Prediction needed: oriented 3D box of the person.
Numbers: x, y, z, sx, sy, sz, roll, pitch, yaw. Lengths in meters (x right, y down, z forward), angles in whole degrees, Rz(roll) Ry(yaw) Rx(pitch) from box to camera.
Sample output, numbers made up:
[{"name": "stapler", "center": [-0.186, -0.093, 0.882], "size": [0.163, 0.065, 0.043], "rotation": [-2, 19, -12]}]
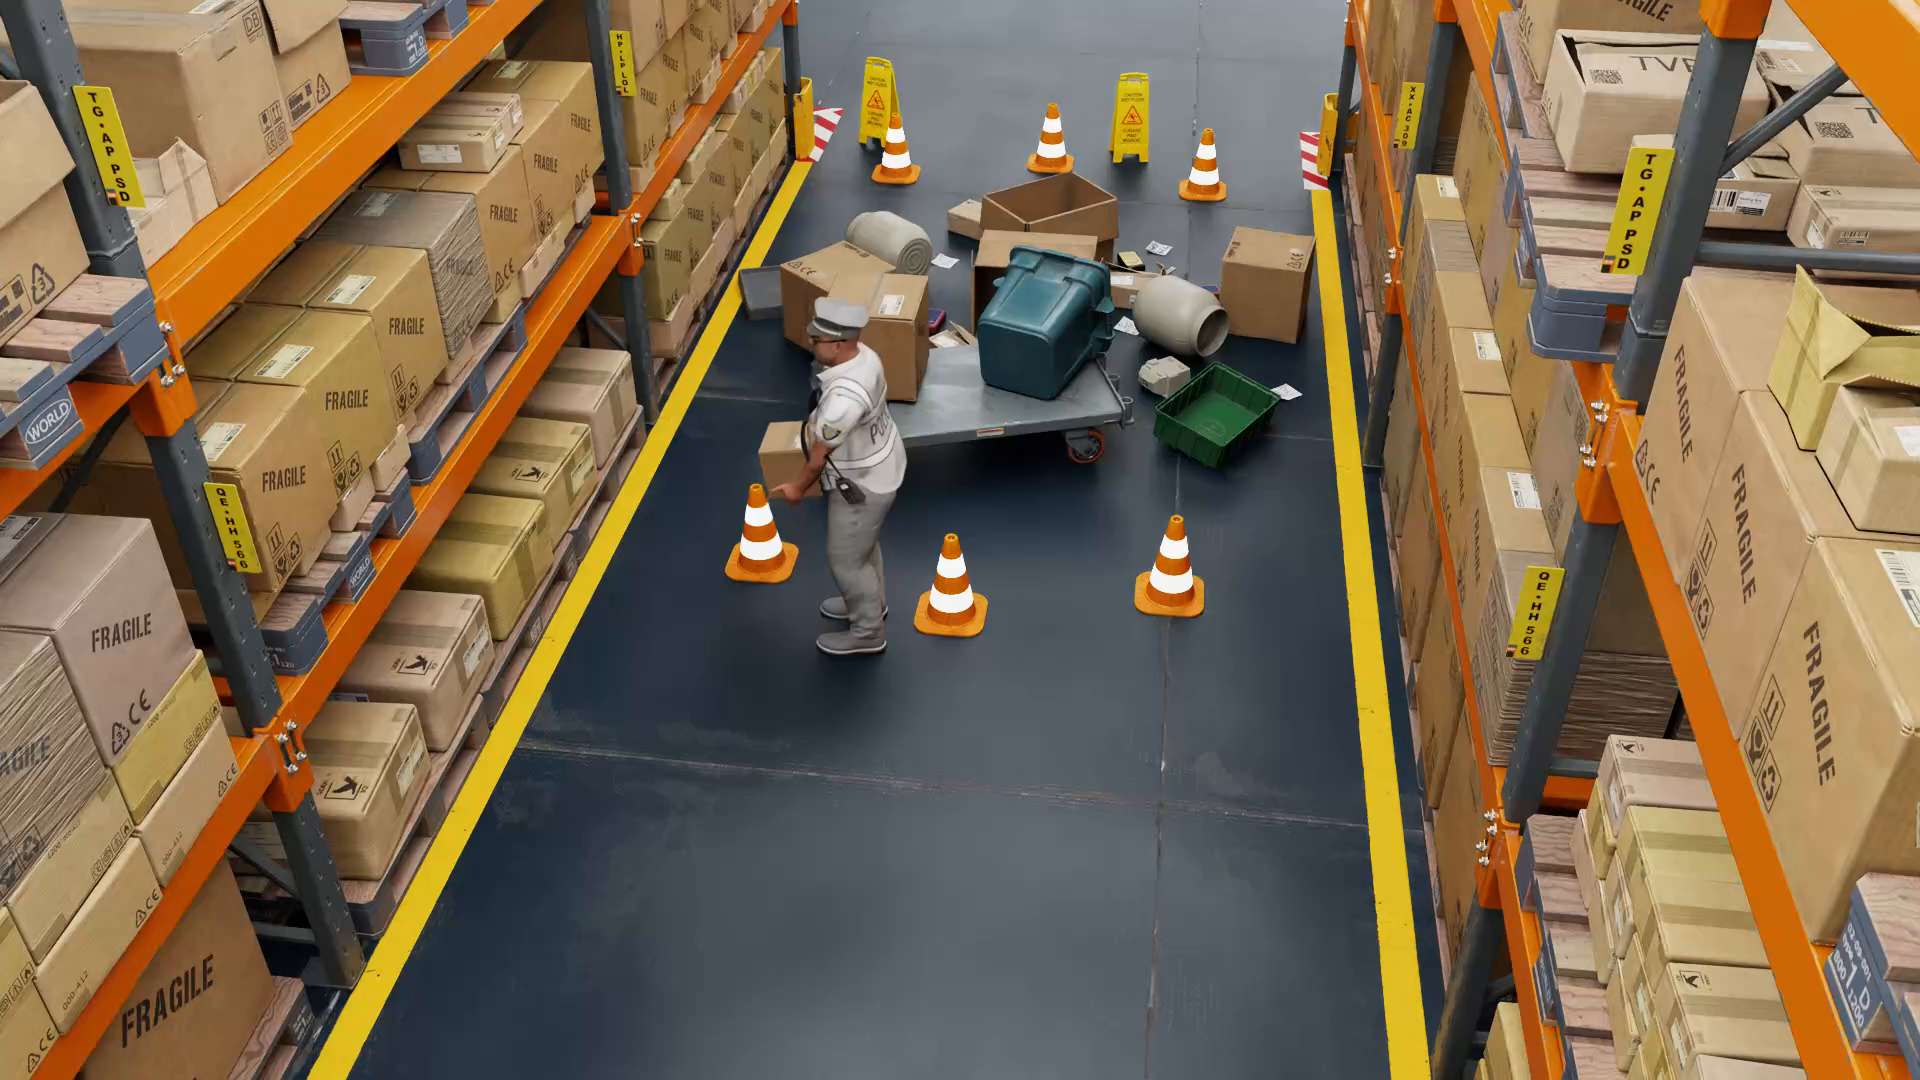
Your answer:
[{"name": "person", "center": [-0.535, -0.277, 7.417], "size": [0.582, 1.761, 0.488], "rotation": [4, 36, 5]}]
